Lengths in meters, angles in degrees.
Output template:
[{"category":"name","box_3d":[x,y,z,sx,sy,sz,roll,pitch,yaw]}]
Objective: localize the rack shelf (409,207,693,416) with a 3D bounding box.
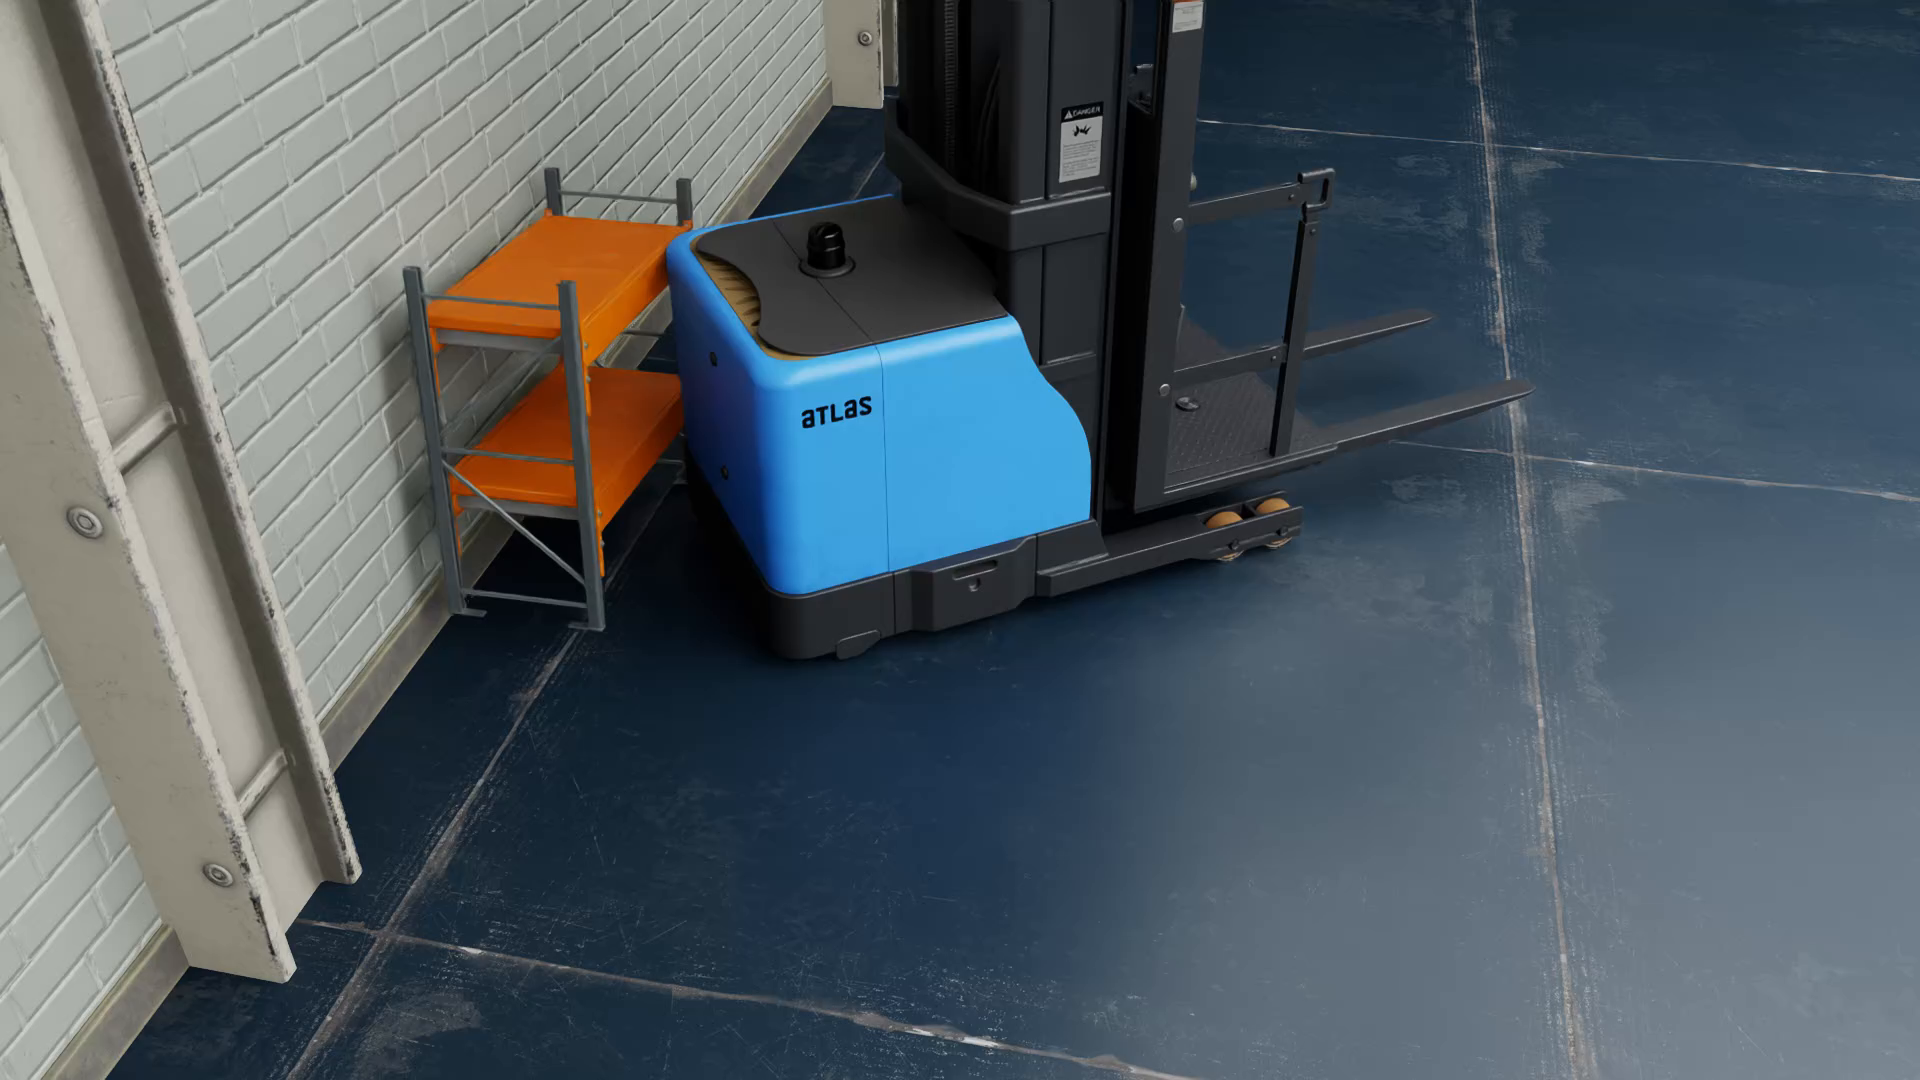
[{"category":"rack shelf","box_3d":[-1.233,-0.739,5.203,0.538,0.278,1.000,6,29,8]}]

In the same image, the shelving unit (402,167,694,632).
[{"category":"shelving unit","box_3d":[-1.242,-0.483,5.344,0.538,1.125,1.048,6,29,8]}]

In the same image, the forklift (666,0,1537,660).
[{"category":"forklift","box_3d":[0.618,-1.384,5.162,3.031,2.935,1.130,-15,38,-19]}]

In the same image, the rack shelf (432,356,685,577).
[{"category":"rack shelf","box_3d":[-1.249,-0.268,5.461,0.538,0.278,1.000,6,29,8]}]

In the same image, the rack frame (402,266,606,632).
[{"category":"rack frame","box_3d":[-1.330,-0.245,4.903,0.500,1.125,0.032,6,29,8]}]

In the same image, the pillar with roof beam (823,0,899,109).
[{"category":"pillar with roof beam","box_3d":[3.675,-5.556,5.747,9.100,9.000,0.400,7,37,10]}]

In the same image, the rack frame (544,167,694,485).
[{"category":"rack frame","box_3d":[-1.153,-0.720,5.784,0.500,1.125,0.032,6,29,8]}]

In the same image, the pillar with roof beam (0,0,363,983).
[{"category":"pillar with roof beam","box_3d":[2.394,-2.116,1.001,9.100,9.000,0.400,7,37,10]}]
